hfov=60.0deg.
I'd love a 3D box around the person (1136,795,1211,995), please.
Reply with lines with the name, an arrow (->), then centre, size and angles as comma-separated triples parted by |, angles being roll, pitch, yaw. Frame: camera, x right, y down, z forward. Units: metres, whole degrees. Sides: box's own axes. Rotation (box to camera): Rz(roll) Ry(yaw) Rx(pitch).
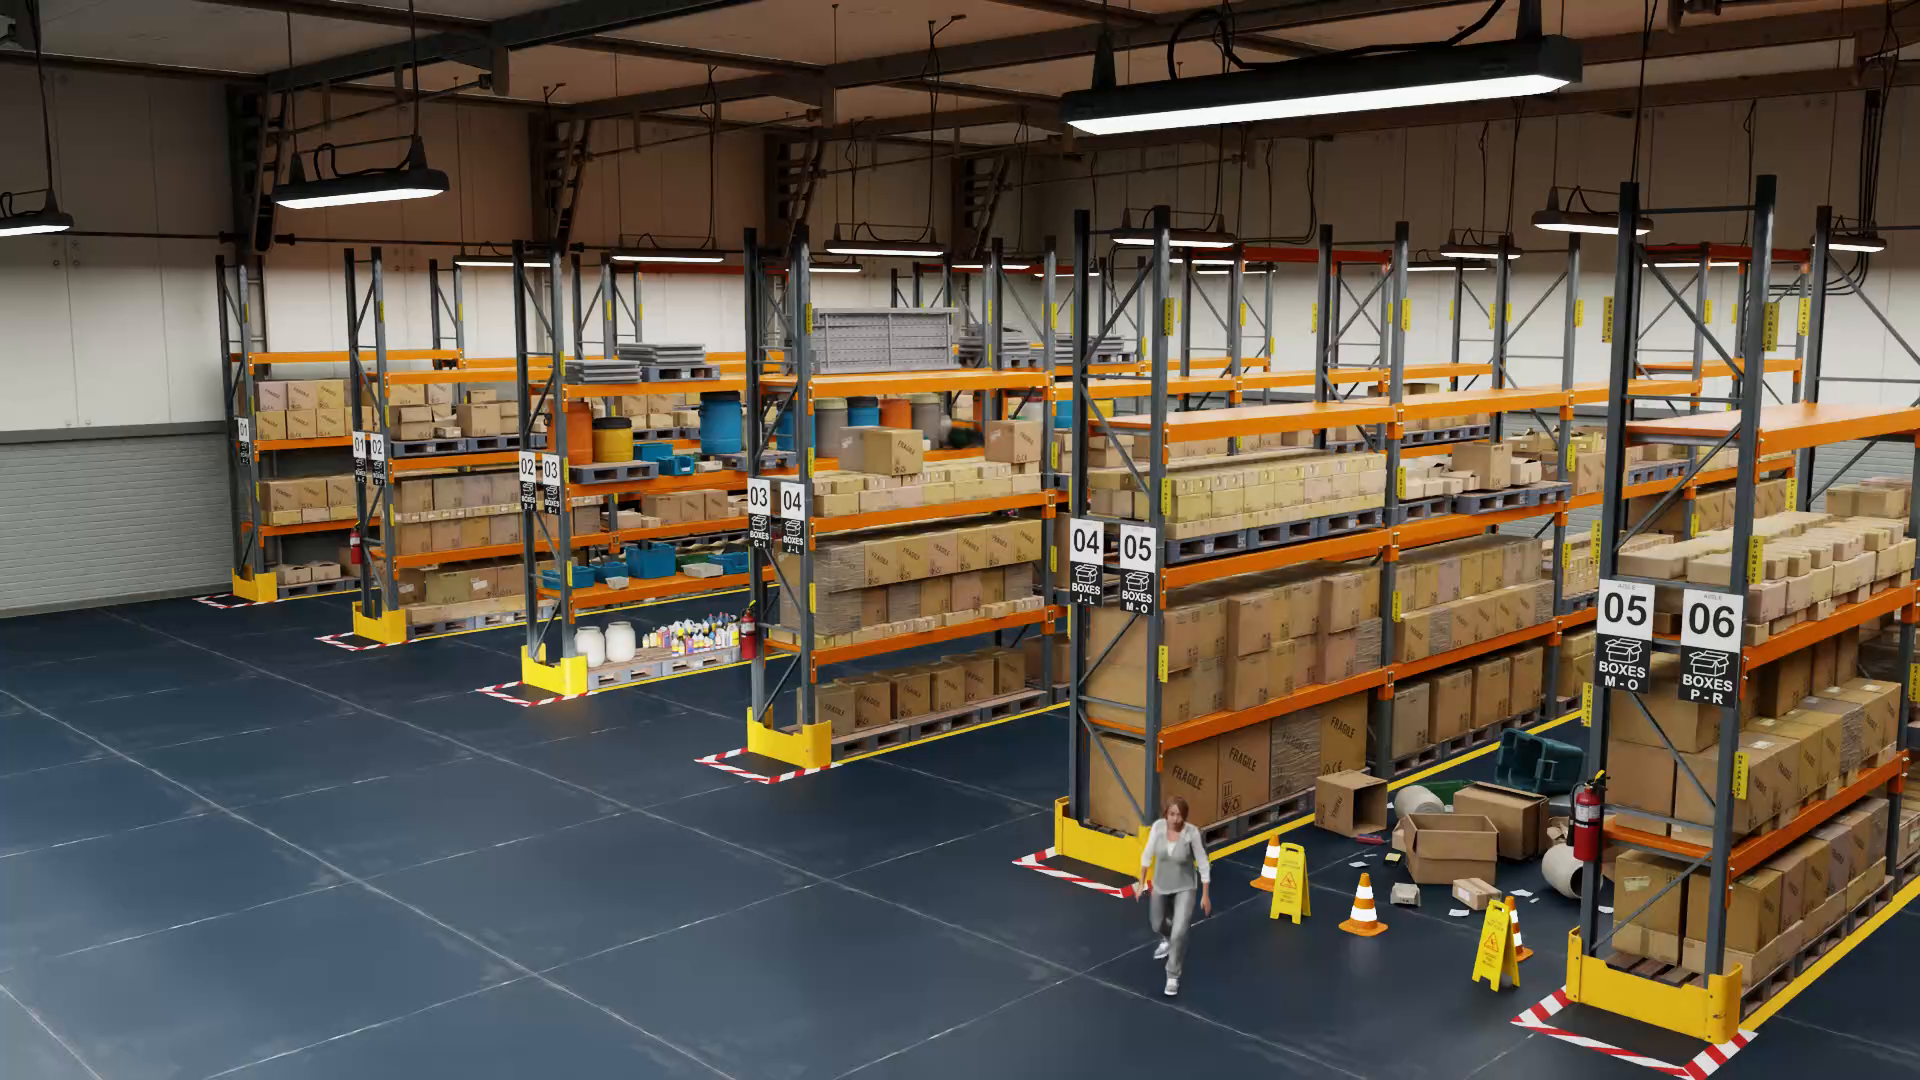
person -> 1.676, 2.664, 12.721 | 0.584, 1.460, 0.738 | 3, 9, 19
